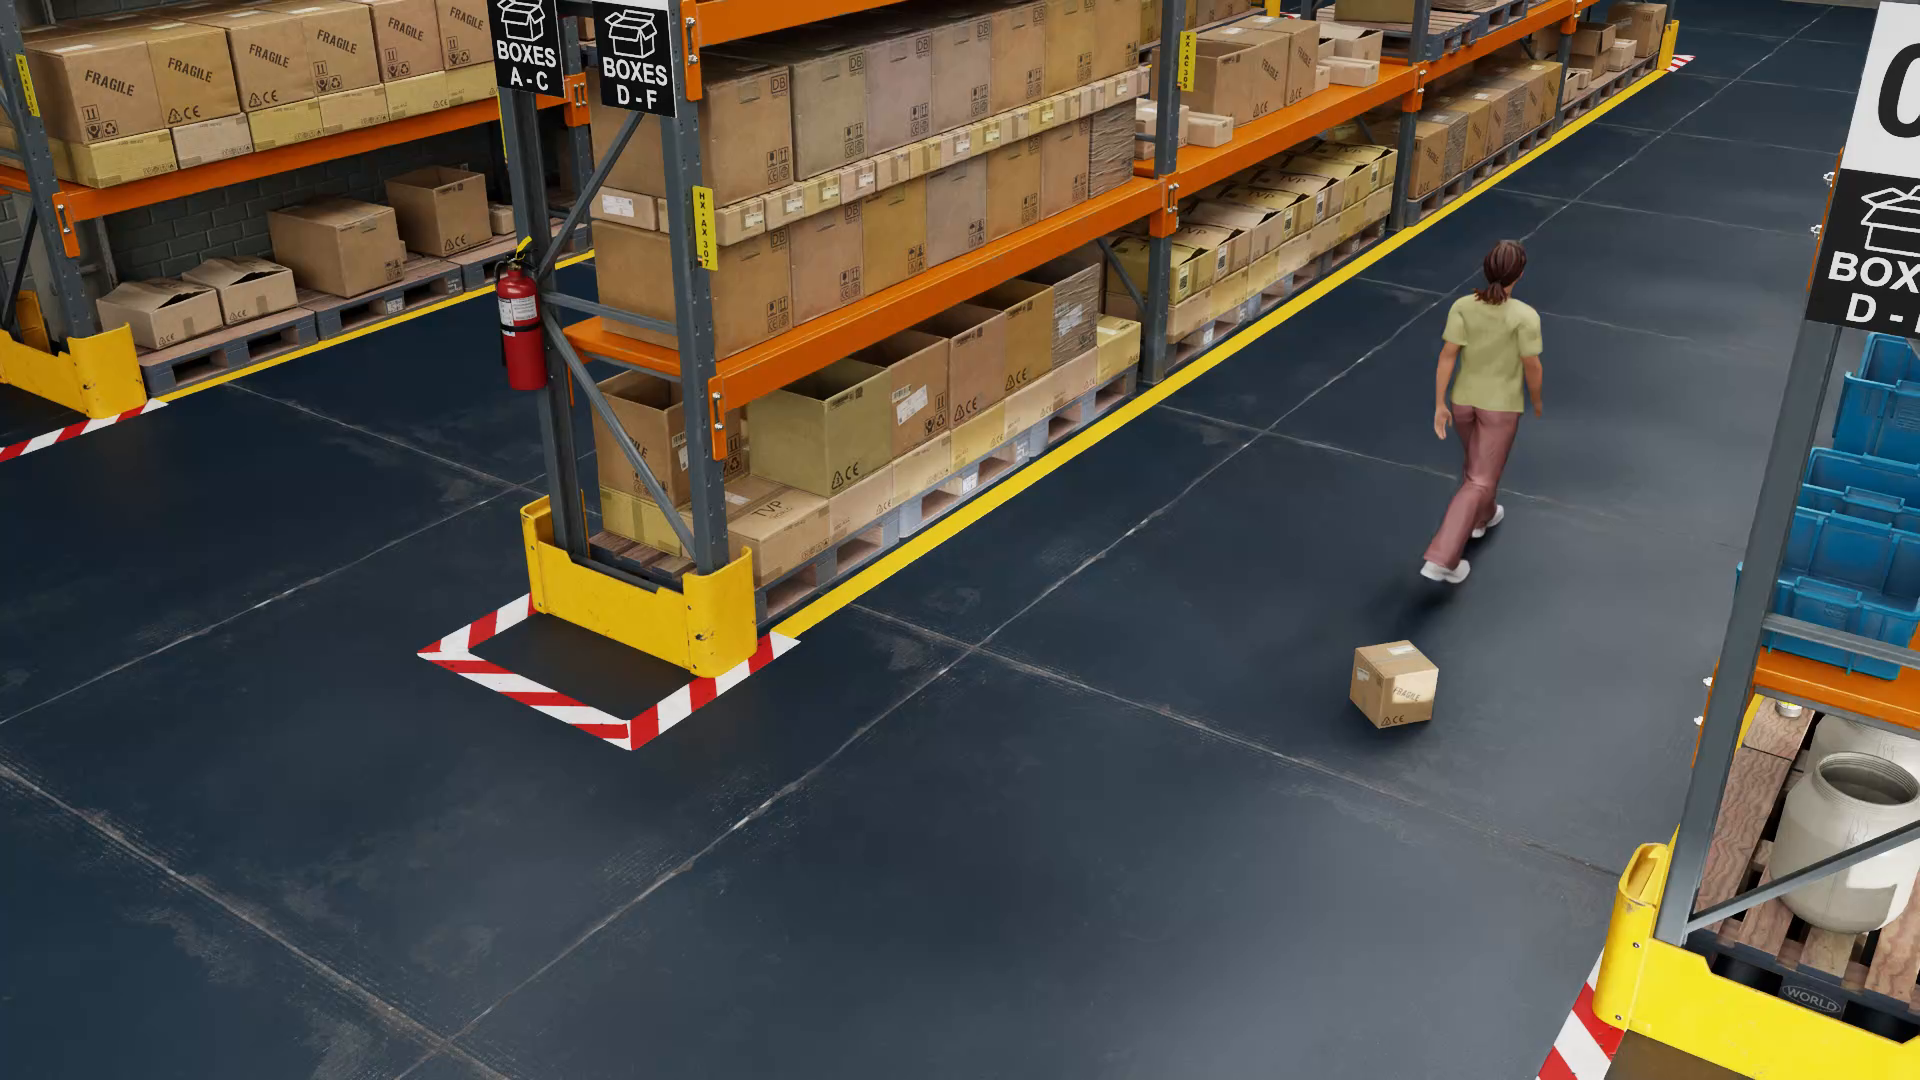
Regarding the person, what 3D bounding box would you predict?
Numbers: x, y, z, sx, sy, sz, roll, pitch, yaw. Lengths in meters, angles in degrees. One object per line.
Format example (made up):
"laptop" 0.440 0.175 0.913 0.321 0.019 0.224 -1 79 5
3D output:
"person" 2.495 -0.627 7.863 1.034 1.599 0.432 -24 36 -39
